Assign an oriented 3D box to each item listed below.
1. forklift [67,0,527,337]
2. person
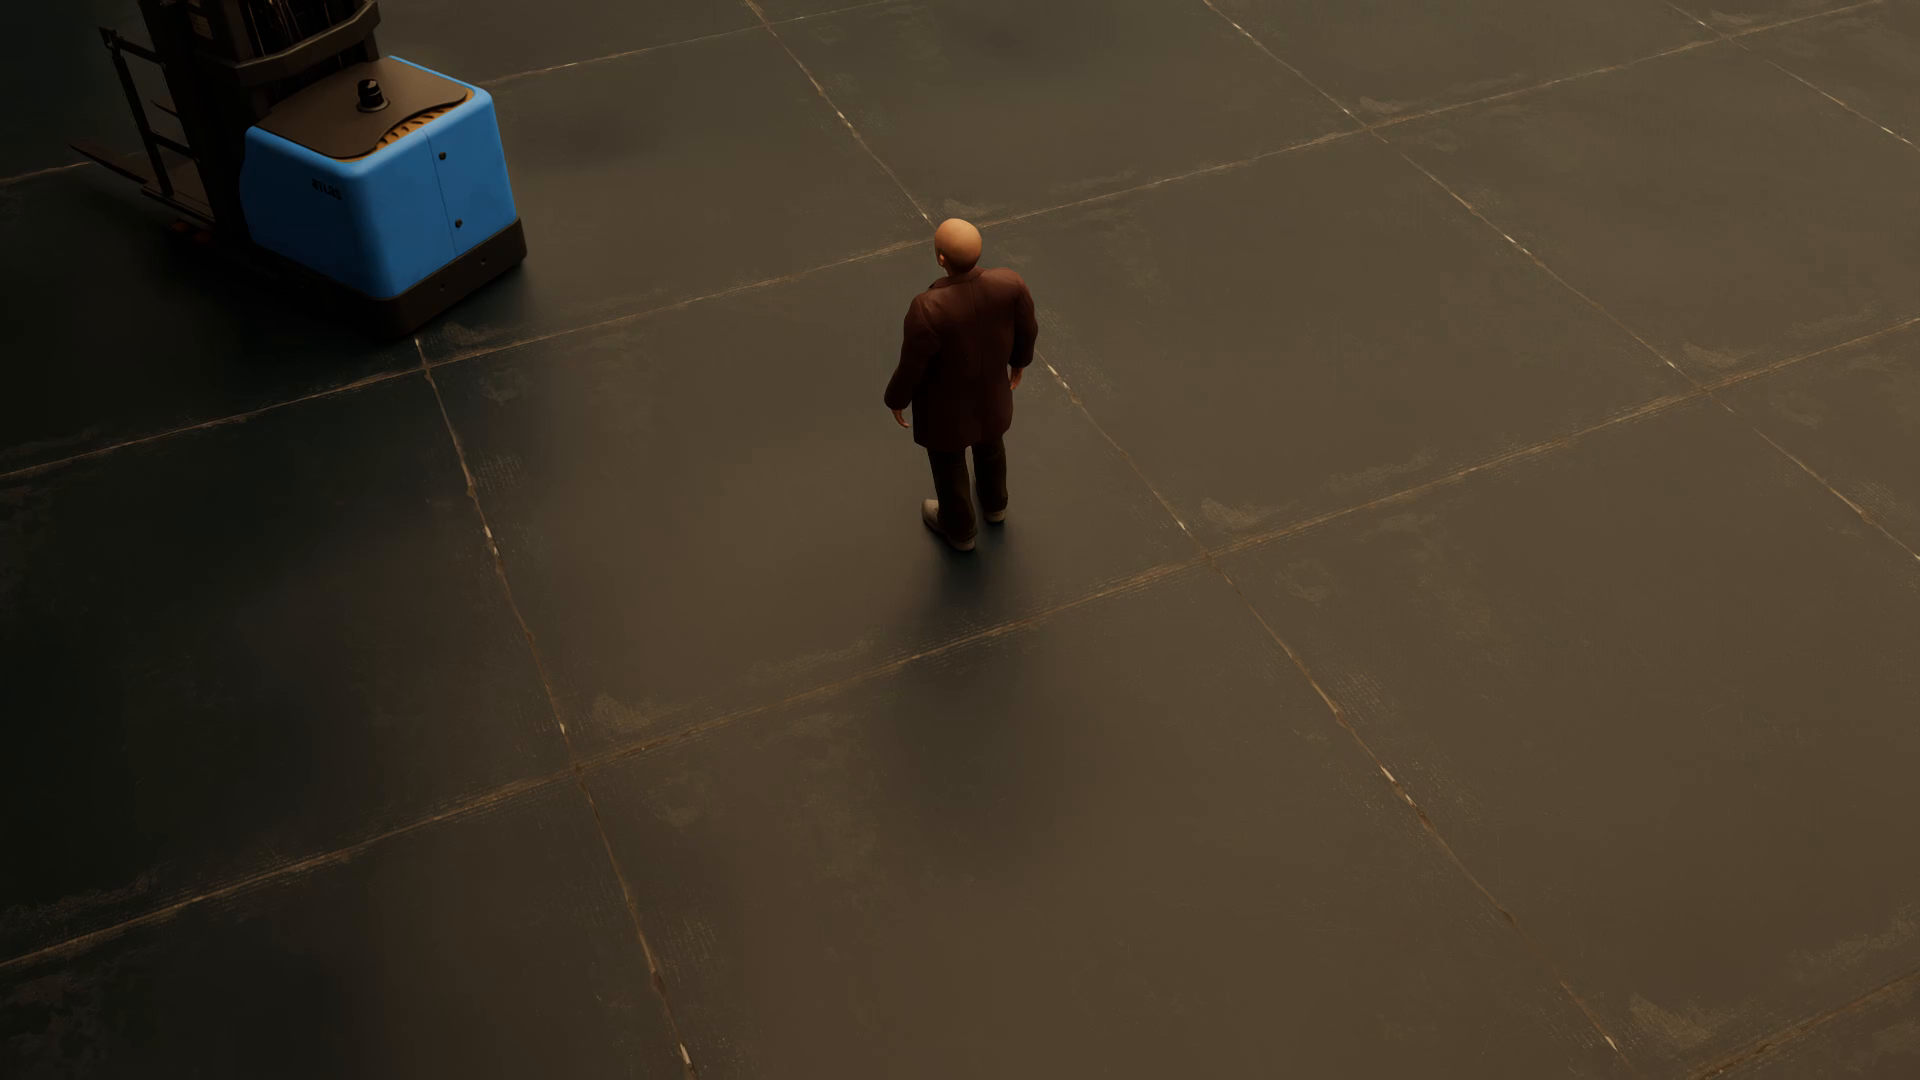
[{"bbox_3d":[-3.975,-2.942,8.833,3.031,2.935,1.130,24,48,24],"label":"forklift"},{"bbox_3d":[-0.034,-0.713,7.278,0.696,1.776,0.582,-18,46,-18],"label":"person"}]
